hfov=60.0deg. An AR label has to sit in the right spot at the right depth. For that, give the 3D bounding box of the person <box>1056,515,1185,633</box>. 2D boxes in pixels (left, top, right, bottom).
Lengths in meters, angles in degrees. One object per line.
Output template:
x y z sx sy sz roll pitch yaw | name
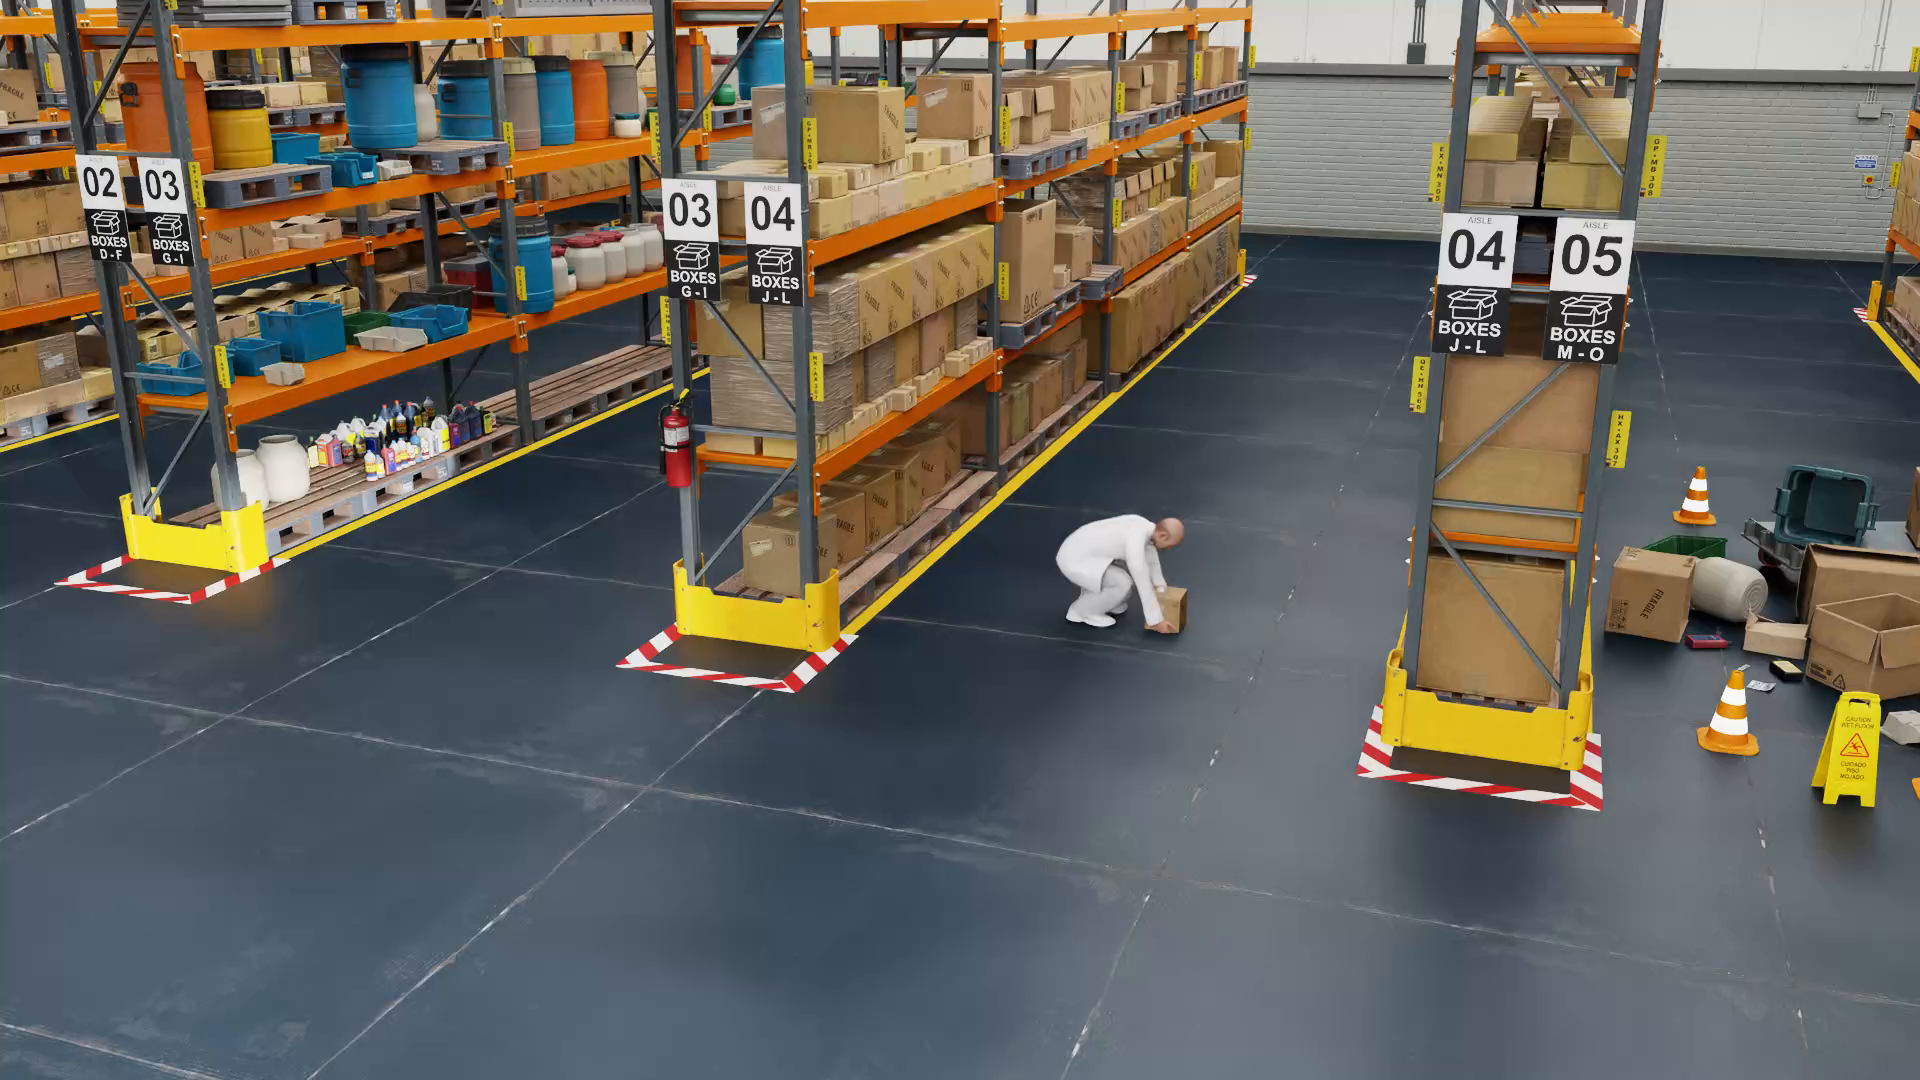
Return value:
1.156 0.248 12.040 0.928 0.831 0.579 6 19 18 | person
